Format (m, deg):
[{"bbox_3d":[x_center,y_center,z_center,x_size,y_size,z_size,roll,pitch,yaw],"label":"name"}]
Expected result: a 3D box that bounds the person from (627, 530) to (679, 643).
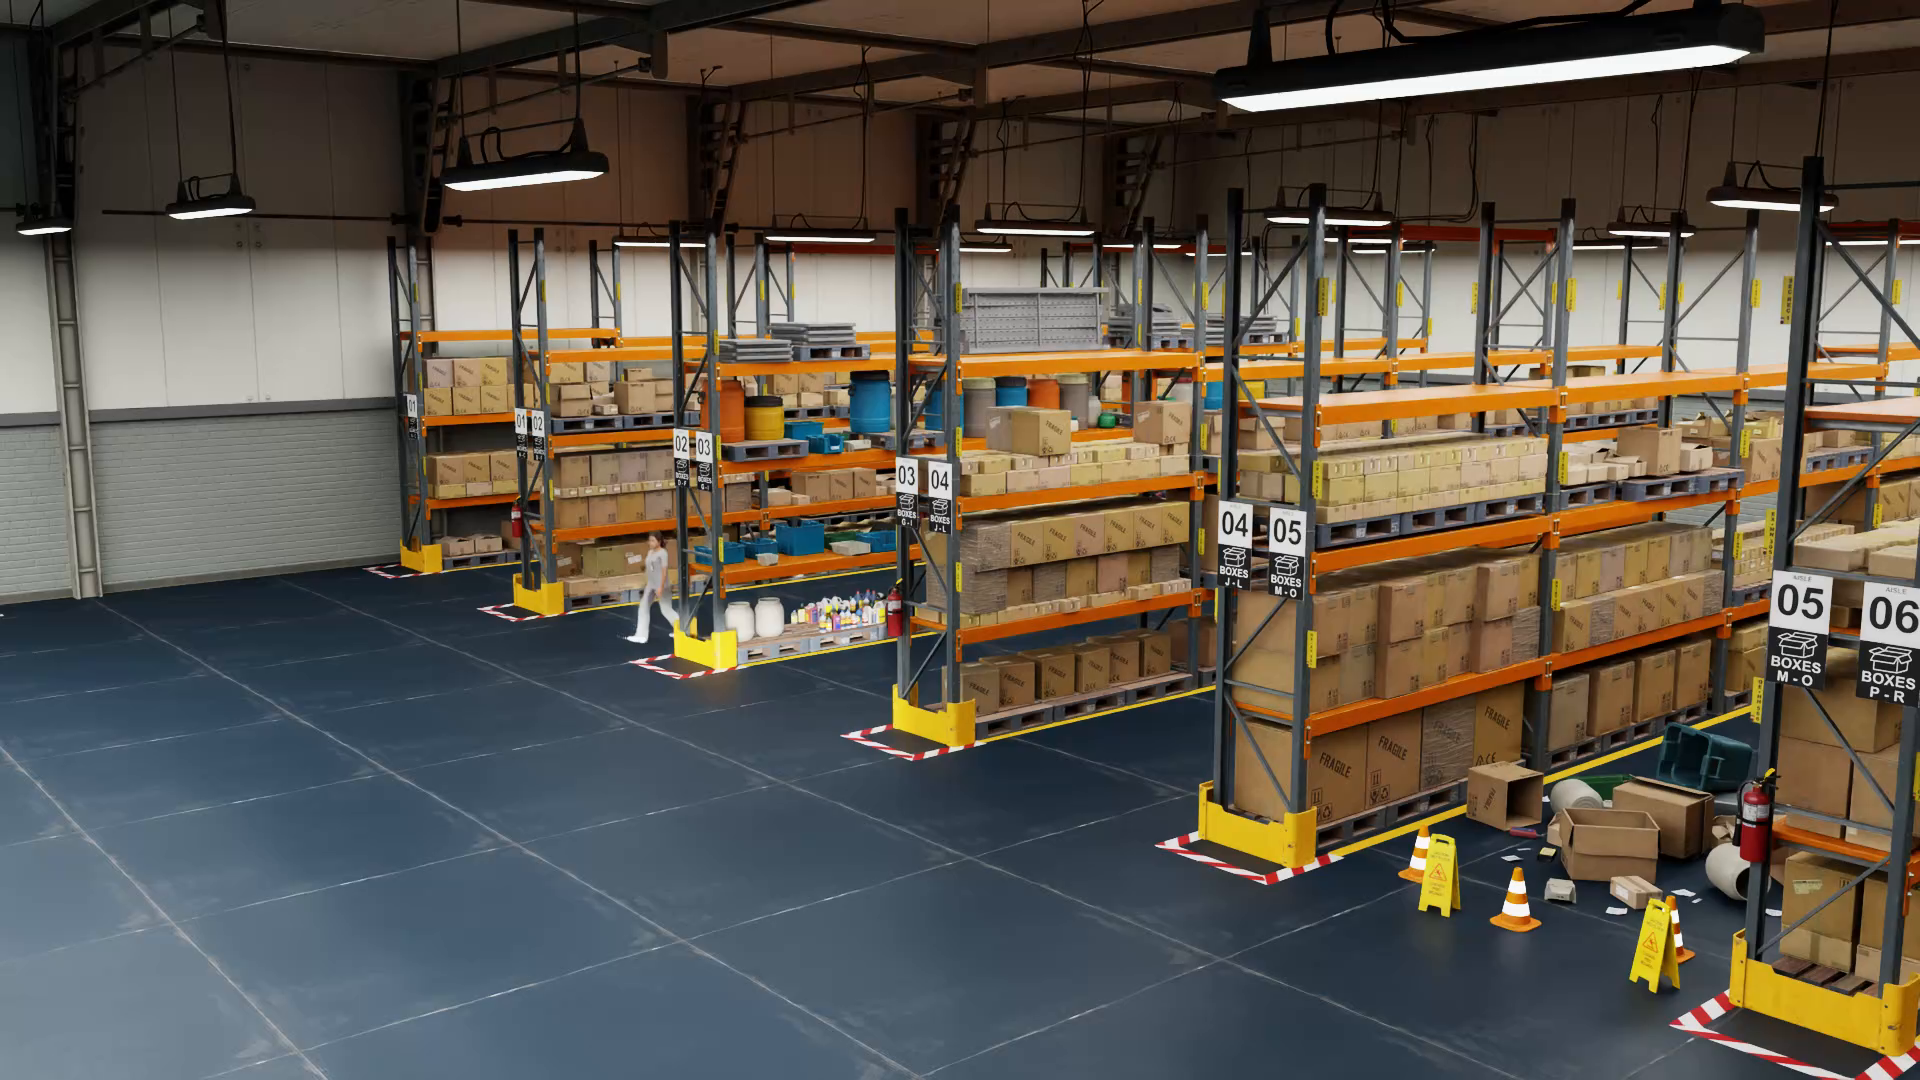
[{"bbox_3d":[-4.375,0.669,24.104,0.450,1.641,0.887,7,11,39],"label":"person"}]
